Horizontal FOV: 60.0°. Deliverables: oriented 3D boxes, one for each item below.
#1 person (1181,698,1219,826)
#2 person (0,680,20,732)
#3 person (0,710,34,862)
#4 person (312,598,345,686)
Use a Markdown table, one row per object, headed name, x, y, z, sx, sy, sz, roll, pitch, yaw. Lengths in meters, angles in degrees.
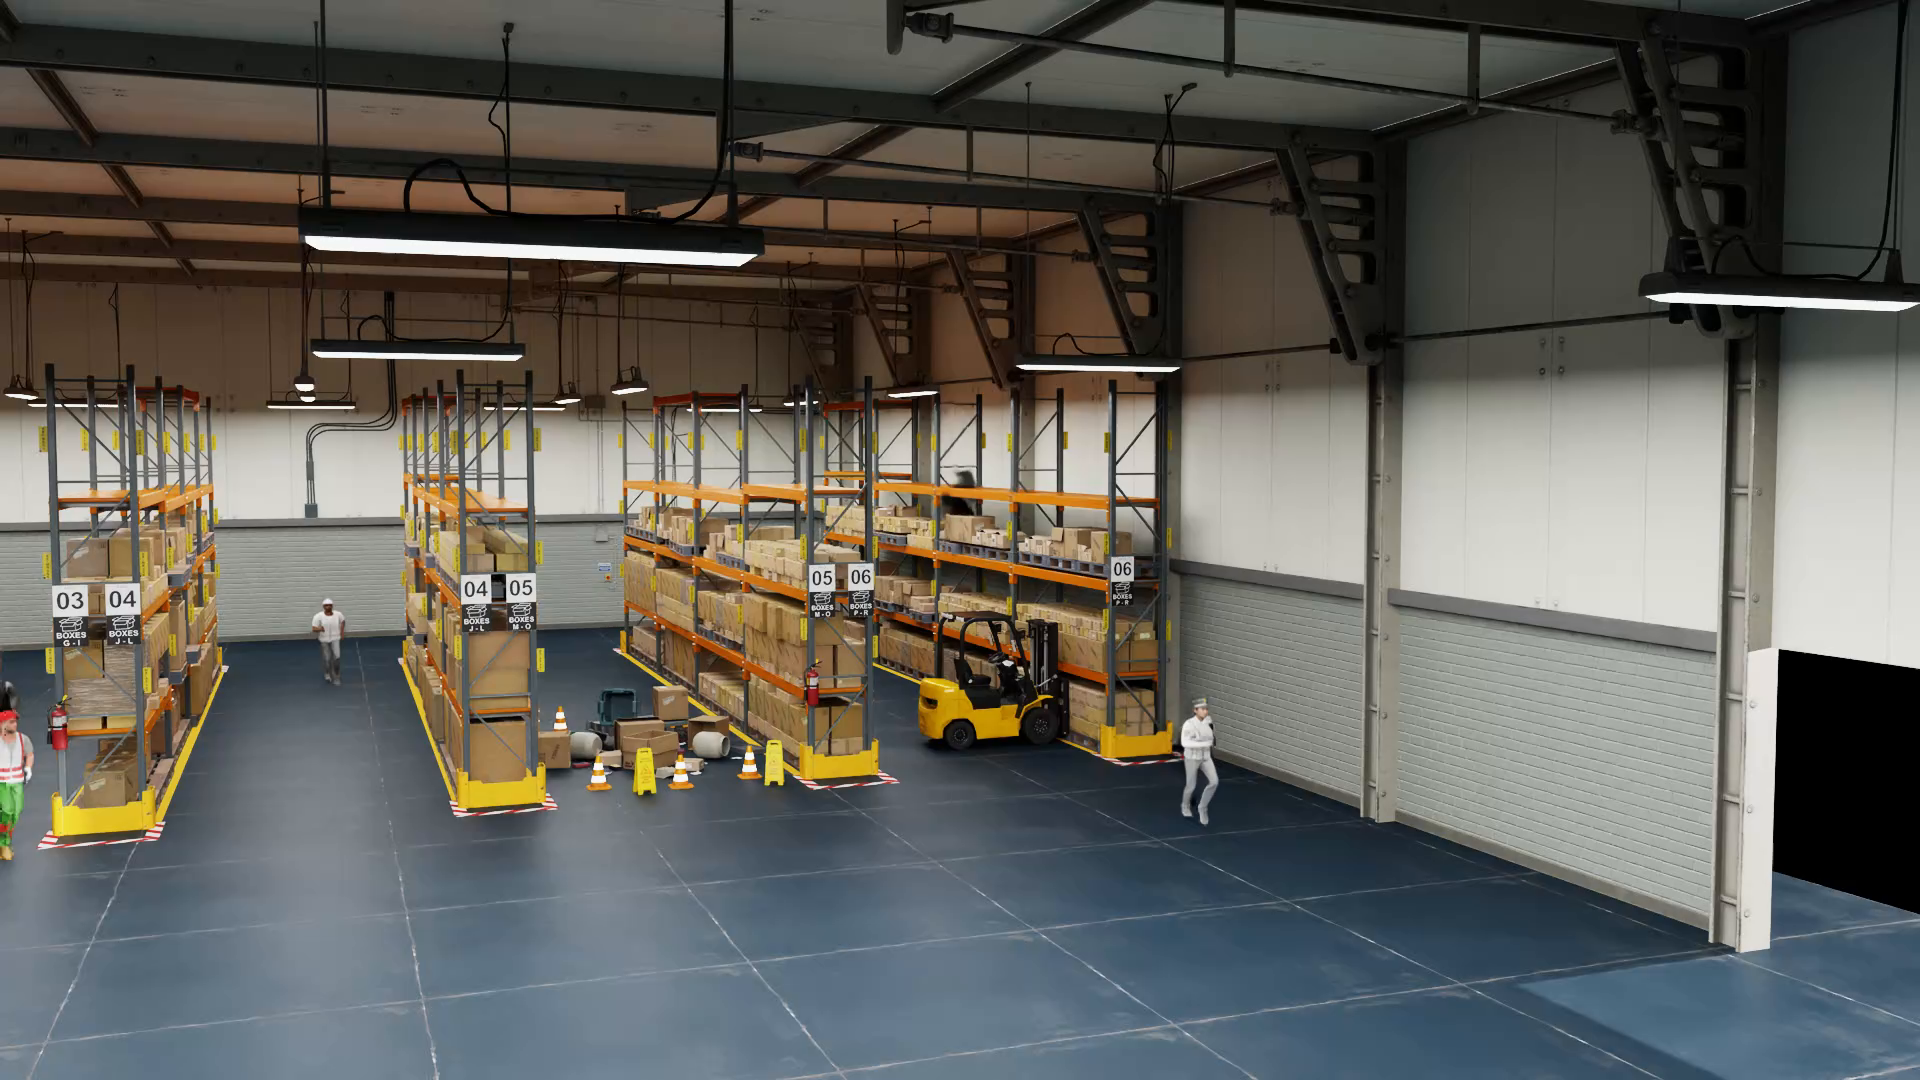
| name | x | y | z | sx | sy | sz | roll | pitch | yaw |
| --- | --- | --- | --- | --- | --- | --- | --- | --- | --- |
| person | 3.135 | 2.883 | 21.820 | 0.641 | 1.682 | 0.791 | -2 | 4 | -25 |
| person | -14.323 | 2.699 | 24.674 | 0.635 | 1.684 | 0.650 | -2 | 4 | -26 |
| person | -11.493 | 2.949 | 20.064 | 0.666 | 1.784 | 0.672 | 2 | 4 | 35 |
| person | -13.051 | 2.118 | 34.419 | 0.672 | 1.825 | 0.762 | -2 | 4 | -26 |
